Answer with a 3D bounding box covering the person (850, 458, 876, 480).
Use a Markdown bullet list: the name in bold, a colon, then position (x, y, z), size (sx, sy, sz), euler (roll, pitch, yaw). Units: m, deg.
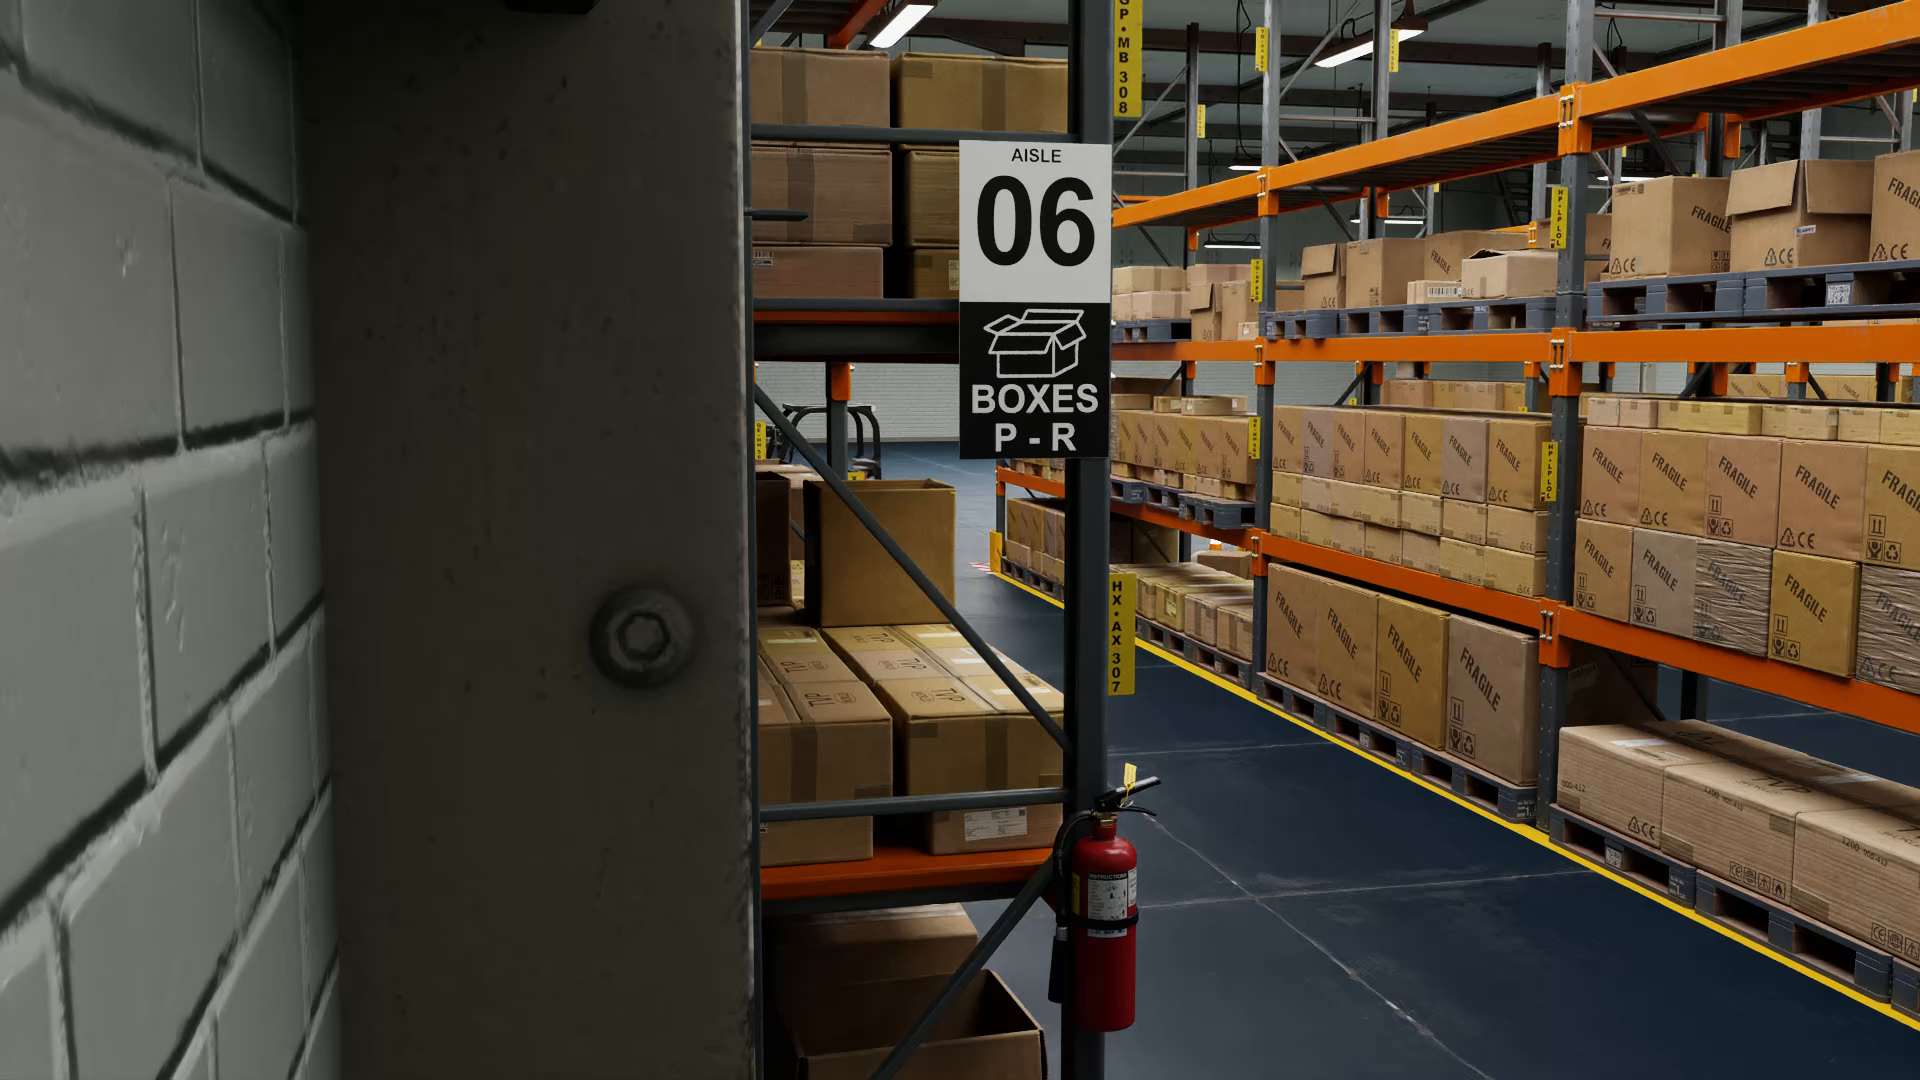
- **person**: position (-1.005, -0.005, 16.969), size (0.328, 1.661, 0.469), euler (-1, 6, -13)
